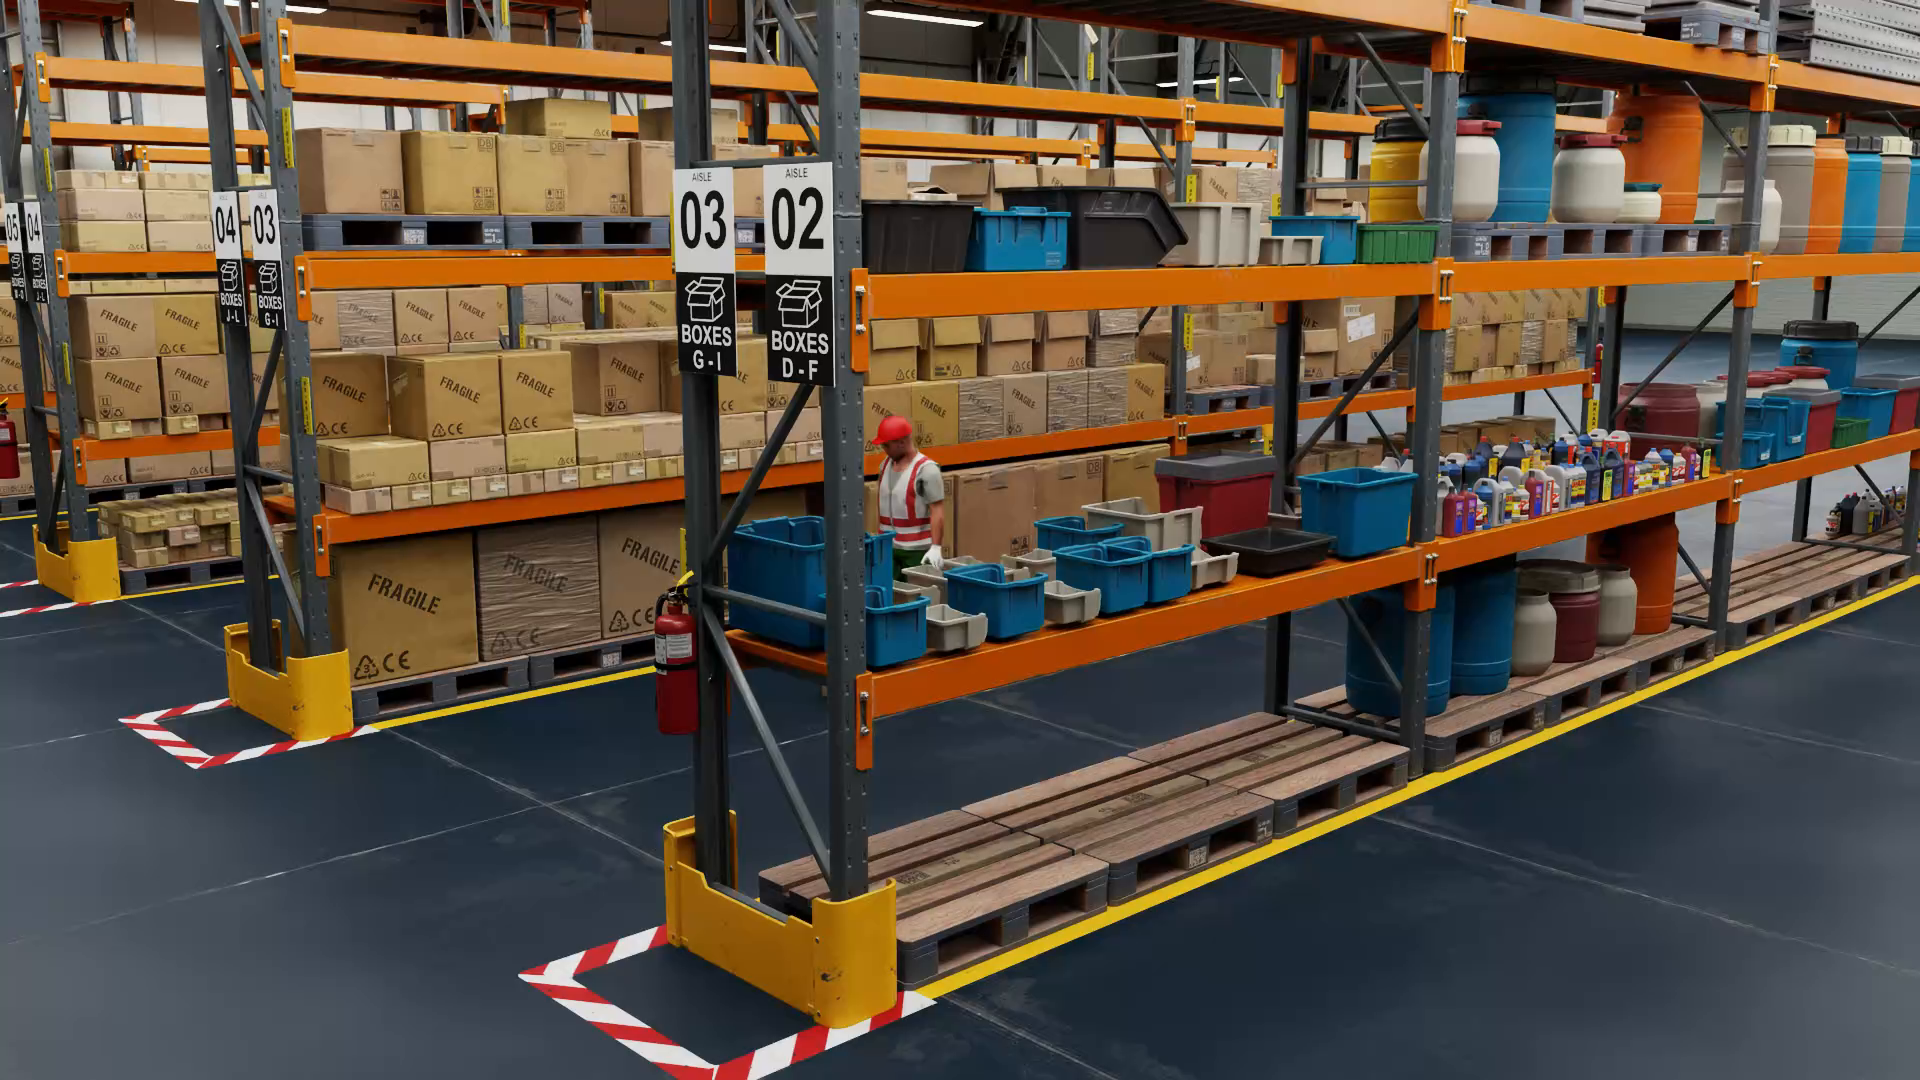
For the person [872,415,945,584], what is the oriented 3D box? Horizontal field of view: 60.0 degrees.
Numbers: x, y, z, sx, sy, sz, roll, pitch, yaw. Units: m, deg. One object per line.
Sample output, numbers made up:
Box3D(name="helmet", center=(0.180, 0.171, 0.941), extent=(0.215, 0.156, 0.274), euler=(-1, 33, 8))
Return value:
Box3D(name="person", center=(-0.346, 0.075, 10.923), extent=(0.655, 1.802, 0.376), euler=(8, 13, 36))
